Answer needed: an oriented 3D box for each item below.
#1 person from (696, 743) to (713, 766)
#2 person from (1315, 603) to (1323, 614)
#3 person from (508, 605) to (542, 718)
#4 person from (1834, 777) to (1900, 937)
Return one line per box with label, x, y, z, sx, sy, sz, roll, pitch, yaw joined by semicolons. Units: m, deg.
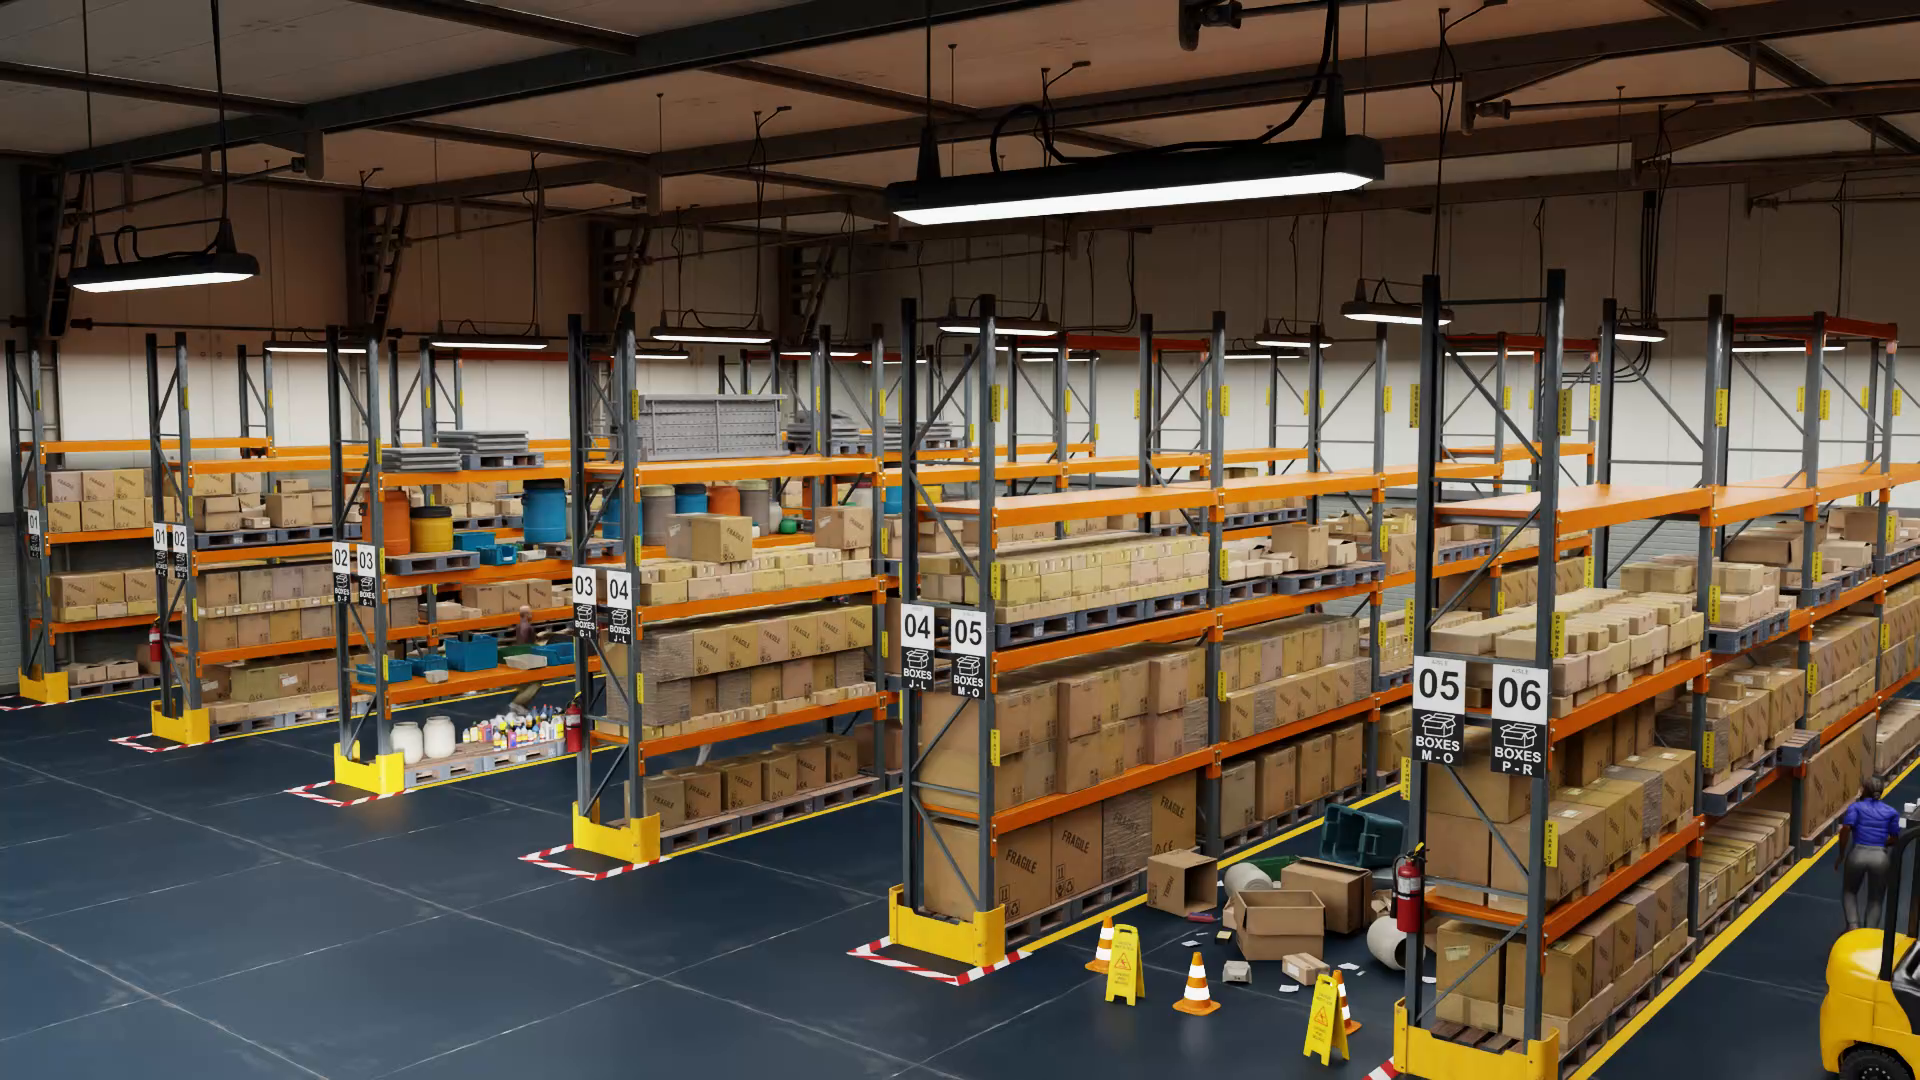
person;-3.274;2.422;21.452;0.518;1.733;0.592;3;6;28
person;6.165;1.816;28.419;0.421;1.563;0.768;4;6;37
person;-6.891;1.922;26.188;0.571;1.769;0.626;-4;7;-39
person;8.468;2.999;15.538;0.514;1.554;0.666;3;6;30
